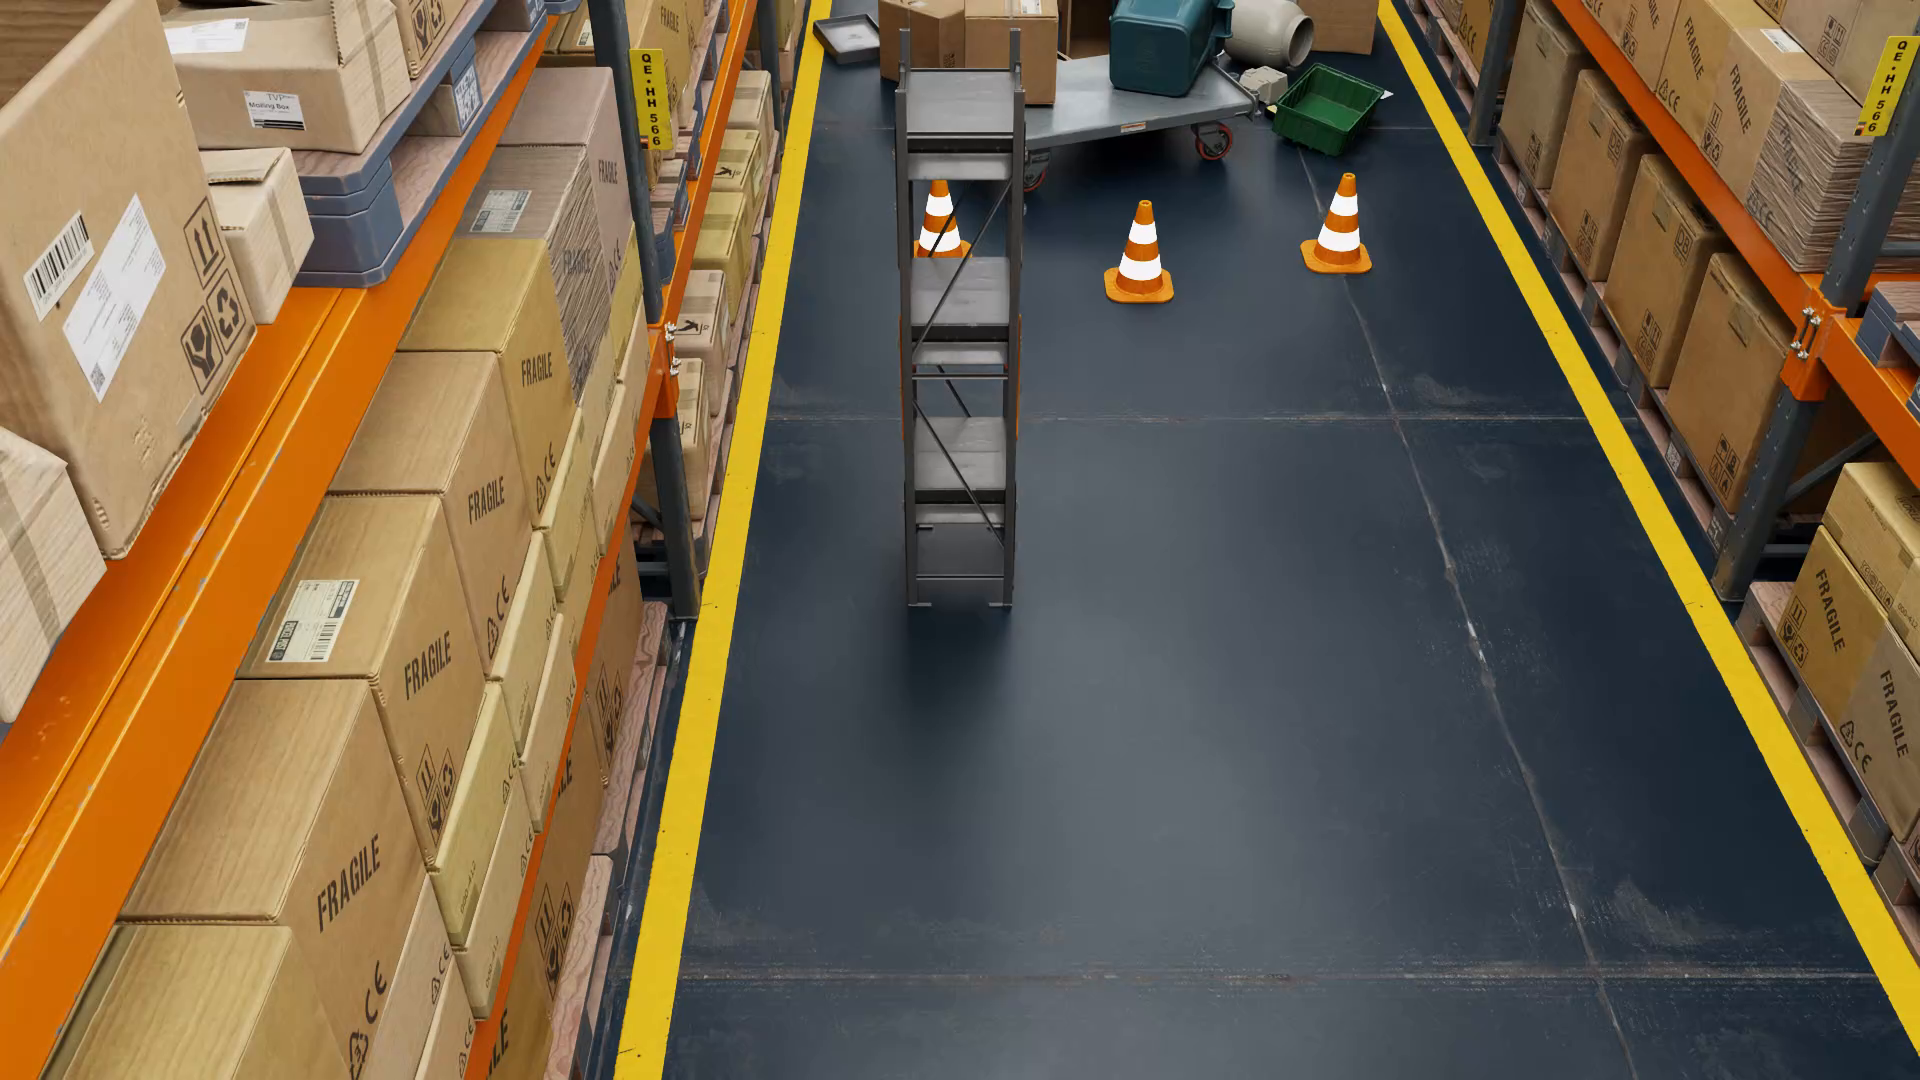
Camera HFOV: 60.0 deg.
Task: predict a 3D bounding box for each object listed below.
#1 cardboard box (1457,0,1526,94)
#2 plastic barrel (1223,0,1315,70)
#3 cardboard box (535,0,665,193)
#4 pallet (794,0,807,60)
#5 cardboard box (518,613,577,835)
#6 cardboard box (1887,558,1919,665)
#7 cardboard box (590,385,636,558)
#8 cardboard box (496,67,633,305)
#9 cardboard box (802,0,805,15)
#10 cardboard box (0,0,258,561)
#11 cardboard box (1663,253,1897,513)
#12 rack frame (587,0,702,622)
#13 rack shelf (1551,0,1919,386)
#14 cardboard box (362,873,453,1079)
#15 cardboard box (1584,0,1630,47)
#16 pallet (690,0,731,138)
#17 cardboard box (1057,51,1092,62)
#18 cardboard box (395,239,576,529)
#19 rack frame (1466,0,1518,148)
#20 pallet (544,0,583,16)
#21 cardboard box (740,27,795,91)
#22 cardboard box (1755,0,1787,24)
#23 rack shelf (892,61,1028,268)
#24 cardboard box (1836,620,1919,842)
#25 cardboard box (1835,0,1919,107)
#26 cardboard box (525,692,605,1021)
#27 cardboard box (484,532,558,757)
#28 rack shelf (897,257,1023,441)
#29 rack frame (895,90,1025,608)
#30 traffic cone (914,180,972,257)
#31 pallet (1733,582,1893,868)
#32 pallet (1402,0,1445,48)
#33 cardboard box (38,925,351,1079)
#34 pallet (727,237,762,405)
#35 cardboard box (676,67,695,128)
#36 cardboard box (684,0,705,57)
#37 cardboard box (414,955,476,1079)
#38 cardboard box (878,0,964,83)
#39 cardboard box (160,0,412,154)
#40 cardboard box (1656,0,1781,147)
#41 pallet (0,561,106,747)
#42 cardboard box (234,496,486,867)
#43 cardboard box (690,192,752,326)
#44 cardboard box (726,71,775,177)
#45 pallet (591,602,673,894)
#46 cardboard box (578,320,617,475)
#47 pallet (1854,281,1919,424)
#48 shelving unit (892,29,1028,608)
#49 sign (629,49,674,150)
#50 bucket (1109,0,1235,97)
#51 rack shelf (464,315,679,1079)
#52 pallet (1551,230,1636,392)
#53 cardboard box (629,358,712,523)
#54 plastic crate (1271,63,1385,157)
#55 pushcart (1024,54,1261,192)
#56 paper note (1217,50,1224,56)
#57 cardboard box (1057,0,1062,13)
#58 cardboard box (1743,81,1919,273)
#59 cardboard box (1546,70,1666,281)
[{"bbox_3d":[3.512,-3.194,9.700,0.875,0.875,0.875,1,39,1],"label":"cardboard box"},{"bbox_3d":[1.908,-3.168,10.365,0.512,0.421,0.421,28,46,30],"label":"plastic barrel"},{"bbox_3d":[-1.271,-1.498,5.567,0.500,0.500,0.500,-1,39,-1],"label":"cardboard box"},{"bbox_3d":[-1.547,-3.495,10.943,1.003,0.211,1.213,0,39,0],"label":"pallet"},{"bbox_3d":[-1.212,0.431,3.934,0.500,0.250,0.500,-1,39,-1],"label":"cardboard box"},{"bbox_3d":[3.207,0.303,5.036,0.500,0.250,0.500,0,39,-1],"label":"cardboard box"},{"bbox_3d":[-1.226,-0.203,4.725,0.500,0.250,0.500,1,39,1],"label":"cardboard box"},{"bbox_3d":[-1.240,-1.003,4.724,0.500,0.500,0.500,-1,39,-1],"label":"cardboard box"},{"bbox_3d":[-1.253,-3.524,10.612,0.500,0.250,0.500,-1,39,-1],"label":"cardboard box"},{"bbox_3d":[-1.209,-0.321,1.937,0.500,0.500,0.500,-1,39,-1],"label":"cardboard box"},{"bbox_3d":[3.537,-0.631,6.602,1.050,0.750,0.750,-1,39,-1],"label":"cardboard box"},{"bbox_3d":[-1.502,-0.897,5.471,1.000,3.000,0.127,0,39,0],"label":"rack frame"},{"bbox_3d":[3.445,-1.934,7.340,1.077,0.370,4.000,0,39,0],"label":"rack shelf"},{"bbox_3d":[-1.245,0.866,2.991,0.500,0.250,0.500,1,39,1],"label":"cardboard box"},{"bbox_3d":[3.174,-2.547,7.450,0.500,0.500,0.500,0,39,0],"label":"cardboard box"},{"bbox_3d":[-1.546,-2.060,7.076,1.003,0.211,1.213,0,39,0],"label":"pallet"},{"bbox_3d":[0.638,-2.843,10.085,0.258,0.266,0.396,-28,46,-30],"label":"cardboard box"},{"bbox_3d":[-1.237,-0.372,3.936,0.500,0.500,0.500,0,39,0],"label":"cardboard box"},{"bbox_3d":[3.443,-3.465,8.676,1.000,3.000,0.127,0,39,0],"label":"rack frame"},{"bbox_3d":[-1.449,-1.592,4.090,1.213,0.211,1.003,2,39,2],"label":"pallet"},{"bbox_3d":[-1.238,-2.859,9.782,0.500,0.250,0.500,-2,39,-2],"label":"cardboard box"},{"bbox_3d":[3.452,-2.311,6.356,0.700,0.500,0.500,-1,39,-1],"label":"cardboard box"},{"bbox_3d":[0.000,-1.251,5.535,0.431,0.518,0.480,0,39,0],"label":"rack shelf"},{"bbox_3d":[3.197,0.604,5.260,0.500,0.500,0.500,0,39,0],"label":"cardboard box"},{"bbox_3d":[3.457,-1.674,5.561,0.700,0.500,0.500,0,39,0],"label":"cardboard box"},{"bbox_3d":[-1.588,0.758,4.769,0.875,0.875,0.875,0,39,1],"label":"cardboard box"},{"bbox_3d":[-1.222,0.234,3.779,0.500,0.250,0.500,-1,39,-1],"label":"cardboard box"},{"bbox_3d":[0.000,-0.705,5.973,0.431,0.518,0.480,0,39,0],"label":"rack shelf"},{"bbox_3d":[0.000,-0.563,5.774,0.400,2.100,0.015,0,39,0],"label":"rack frame"},{"bbox_3d":[-0.106,-1.634,8.419,0.336,0.463,0.334,0,39,0],"label":"traffic cone"},{"bbox_3d":[3.447,0.613,5.817,1.003,0.211,1.213,0,39,0],"label":"pallet"},{"bbox_3d":[3.516,-3.618,11.096,1.003,0.211,1.213,0,39,0],"label":"pallet"},{"bbox_3d":[-1.211,0.900,2.349,0.500,0.500,0.500,0,39,0],"label":"cardboard box"},{"bbox_3d":[-1.500,-1.059,7.902,1.003,0.211,1.213,0,39,0],"label":"pallet"},{"bbox_3d":[-1.217,-1.687,6.321,0.380,0.149,0.250,0,39,0],"label":"cardboard box"},{"bbox_3d":[-1.286,-2.156,6.388,0.500,0.500,0.500,1,39,1],"label":"cardboard box"},{"bbox_3d":[-1.236,1.064,3.144,0.500,0.250,0.500,-1,39,-1],"label":"cardboard box"},{"bbox_3d":[-0.148,-3.095,10.211,0.500,0.500,0.500,28,46,30],"label":"cardboard box"},{"bbox_3d":[-1.150,-0.821,2.748,0.396,0.266,0.258,3,39,4],"label":"cardboard box"},{"bbox_3d":[3.179,-1.909,6.654,0.500,0.500,0.500,-1,39,-1],"label":"cardboard box"},{"bbox_3d":[-1.548,-0.065,2.187,0.805,0.209,1.217,-1,39,-2],"label":"pallet"},{"bbox_3d":[-1.237,0.268,3.138,0.500,0.500,0.500,-1,39,-1],"label":"cardboard box"},{"bbox_3d":[-1.497,-1.325,7.770,0.950,0.372,0.625,1,39,1],"label":"cardboard box"},{"bbox_3d":[-1.504,-2.209,8.874,0.950,0.372,0.625,0,39,1],"label":"cardboard box"},{"bbox_3d":[-1.577,0.684,5.728,1.003,0.211,1.213,0,39,0],"label":"pallet"},{"bbox_3d":[-1.243,-0.411,4.584,0.500,0.250,0.500,-1,39,-1],"label":"cardboard box"},{"bbox_3d":[3.555,-0.444,5.058,1.213,0.211,1.003,0,39,0],"label":"pallet"},{"bbox_3d":[0.000,-0.716,5.964,0.431,2.100,0.503,0,39,0],"label":"shelving unit"},{"bbox_3d":[-0.947,-1.352,5.112,0.100,0.325,0.005,0,39,0],"label":"sign"},{"bbox_3d":[1.137,-2.865,9.328,0.726,0.611,0.620,13,50,15],"label":"bucket"},{"bbox_3d":[-1.500,0.634,4.135,1.077,0.370,4.000,0,39,0],"label":"rack shelf"},{"bbox_3d":[3.523,-1.130,7.991,1.003,0.211,1.213,0,39,0],"label":"pallet"},{"bbox_3d":[-1.493,-0.389,6.602,0.950,0.372,0.625,-2,39,-3],"label":"cardboard box"},{"bbox_3d":[2.133,-2.498,9.672,0.450,0.188,0.662,27,45,16],"label":"plastic crate"},{"bbox_3d":[0.773,-2.408,9.454,1.648,0.377,0.936,-13,40,-16],"label":"pushcart"},{"bbox_3d":[1.611,-3.152,10.665,0.172,0.023,0.155,13,40,15],"label":"paper note"},{"bbox_3d":[1.022,-3.829,11.126,0.797,0.503,0.637,-28,46,-30],"label":"cardboard box"},{"bbox_3d":[3.178,-1.285,5.874,0.500,0.500,0.500,0,39,0],"label":"cardboard box"},{"bbox_3d":[3.531,-1.760,8.011,1.050,0.750,0.750,0,39,0],"label":"cardboard box"}]
